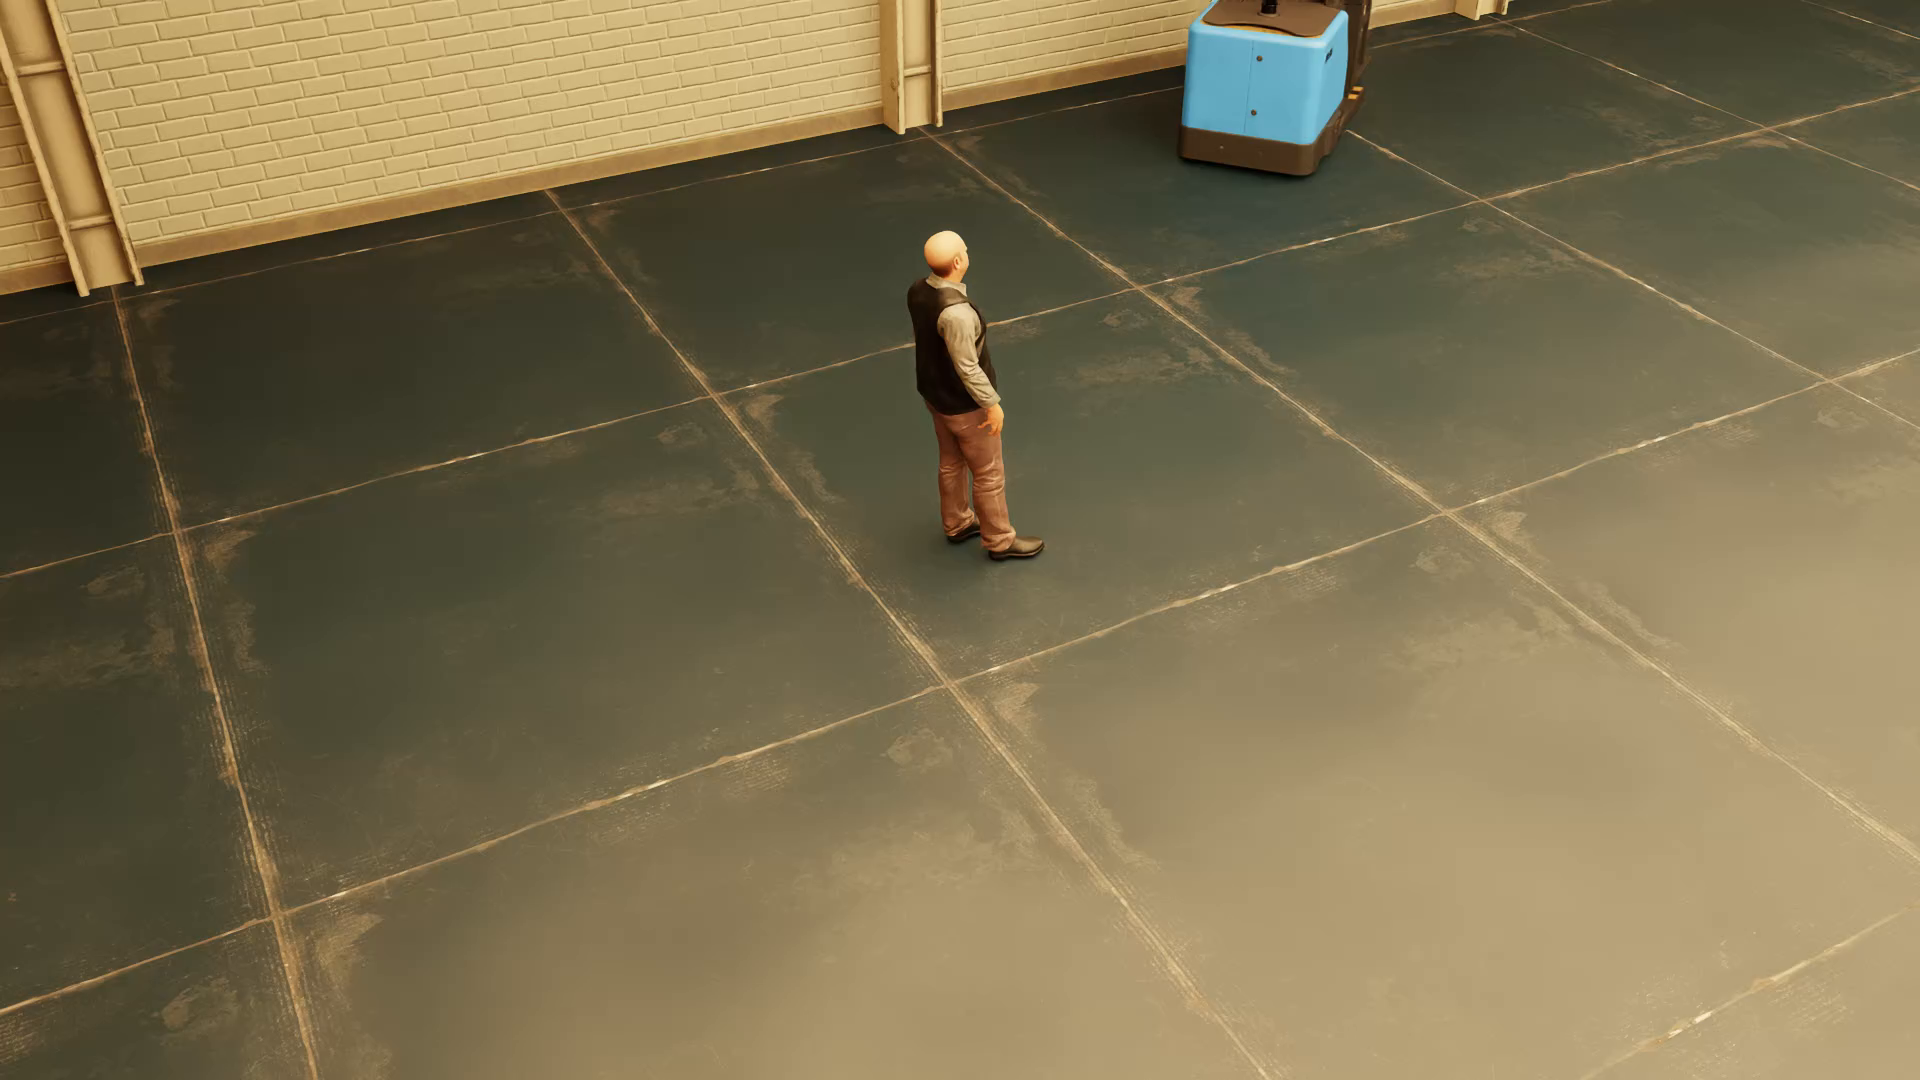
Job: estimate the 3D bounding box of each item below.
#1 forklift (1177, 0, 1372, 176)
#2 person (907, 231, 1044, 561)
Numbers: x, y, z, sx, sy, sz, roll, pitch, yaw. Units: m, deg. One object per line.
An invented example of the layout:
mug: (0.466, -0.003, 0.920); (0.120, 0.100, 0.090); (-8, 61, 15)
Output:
forklift: (2.702, -4.751, 12.844); (1.130, 2.935, 3.031); (14, 38, 19)
person: (0.058, -0.722, 8.179); (0.568, 1.720, 0.632); (-17, 39, -23)
